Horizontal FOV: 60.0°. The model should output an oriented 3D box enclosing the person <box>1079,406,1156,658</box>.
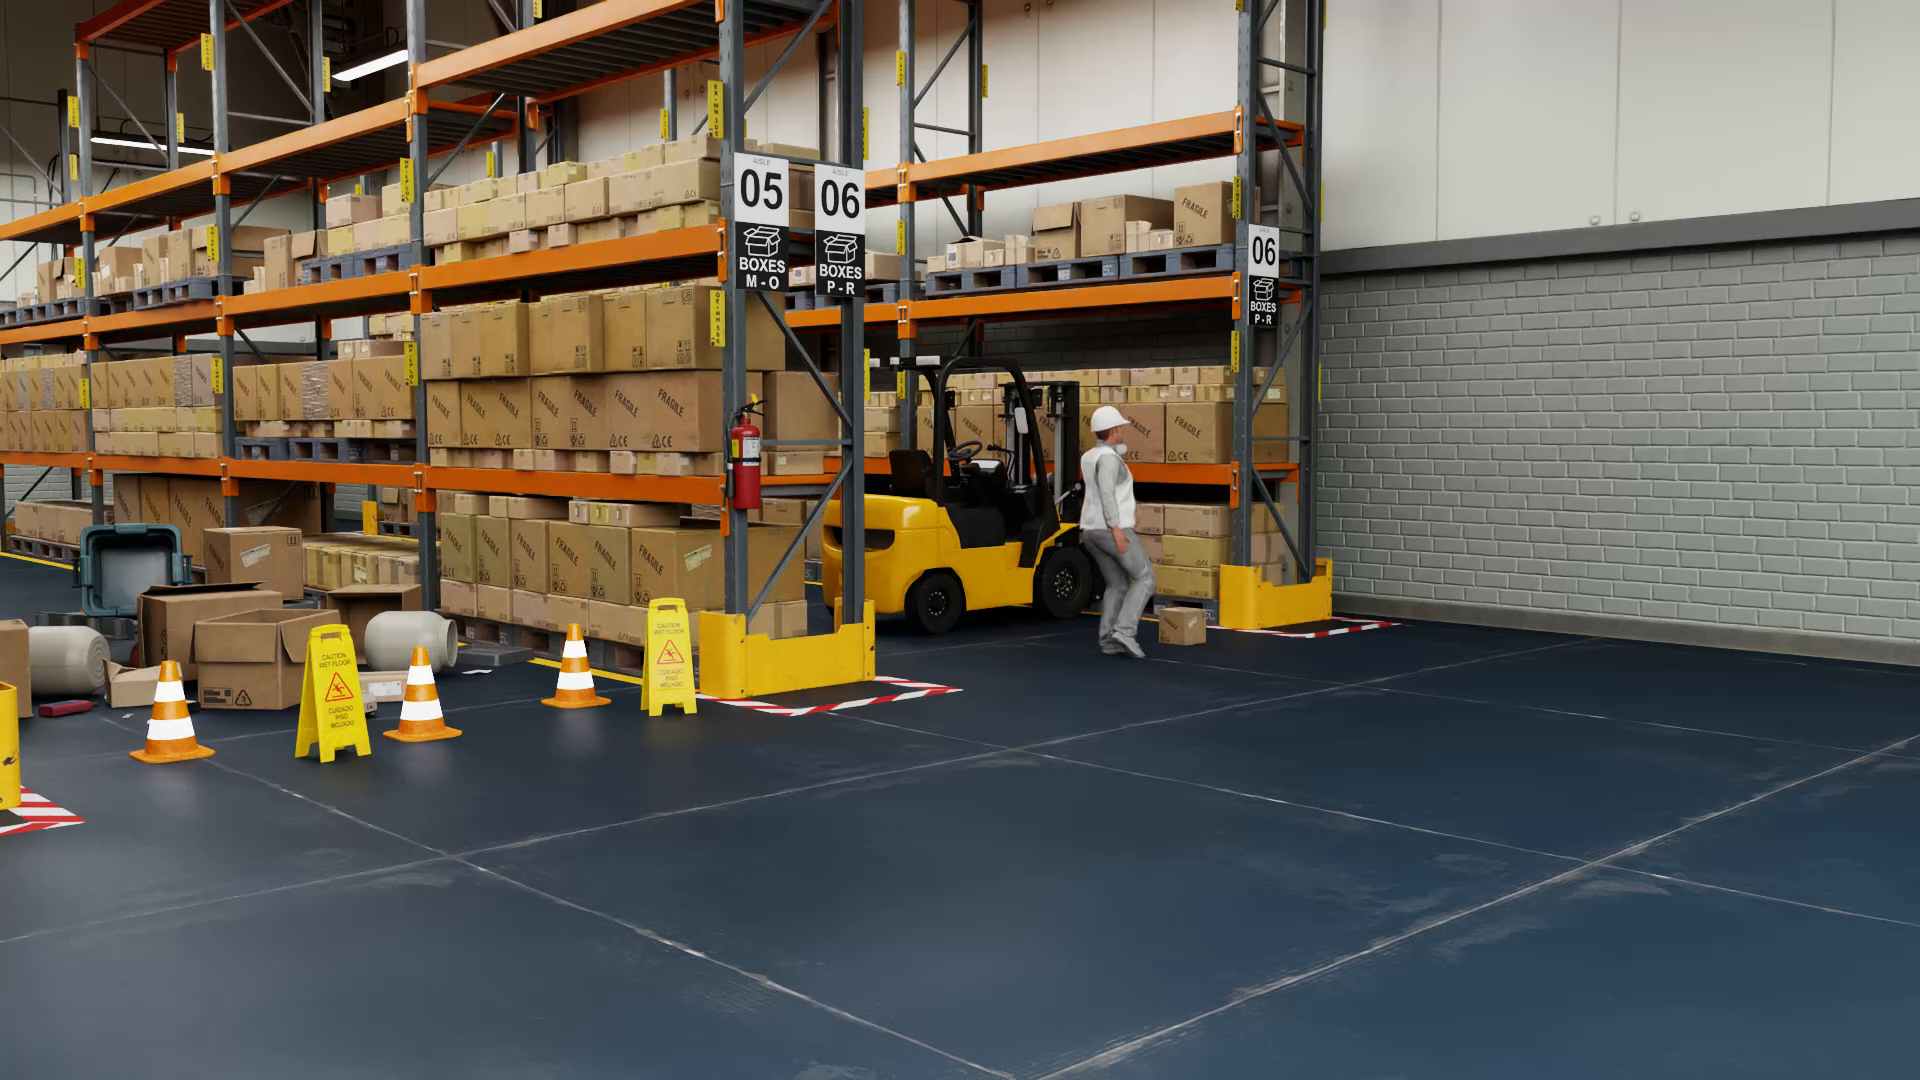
[{"bbox_3d":[1.141,-0.050,11.796,0.529,1.789,0.697,-1,4,-19],"label":"person"}]
